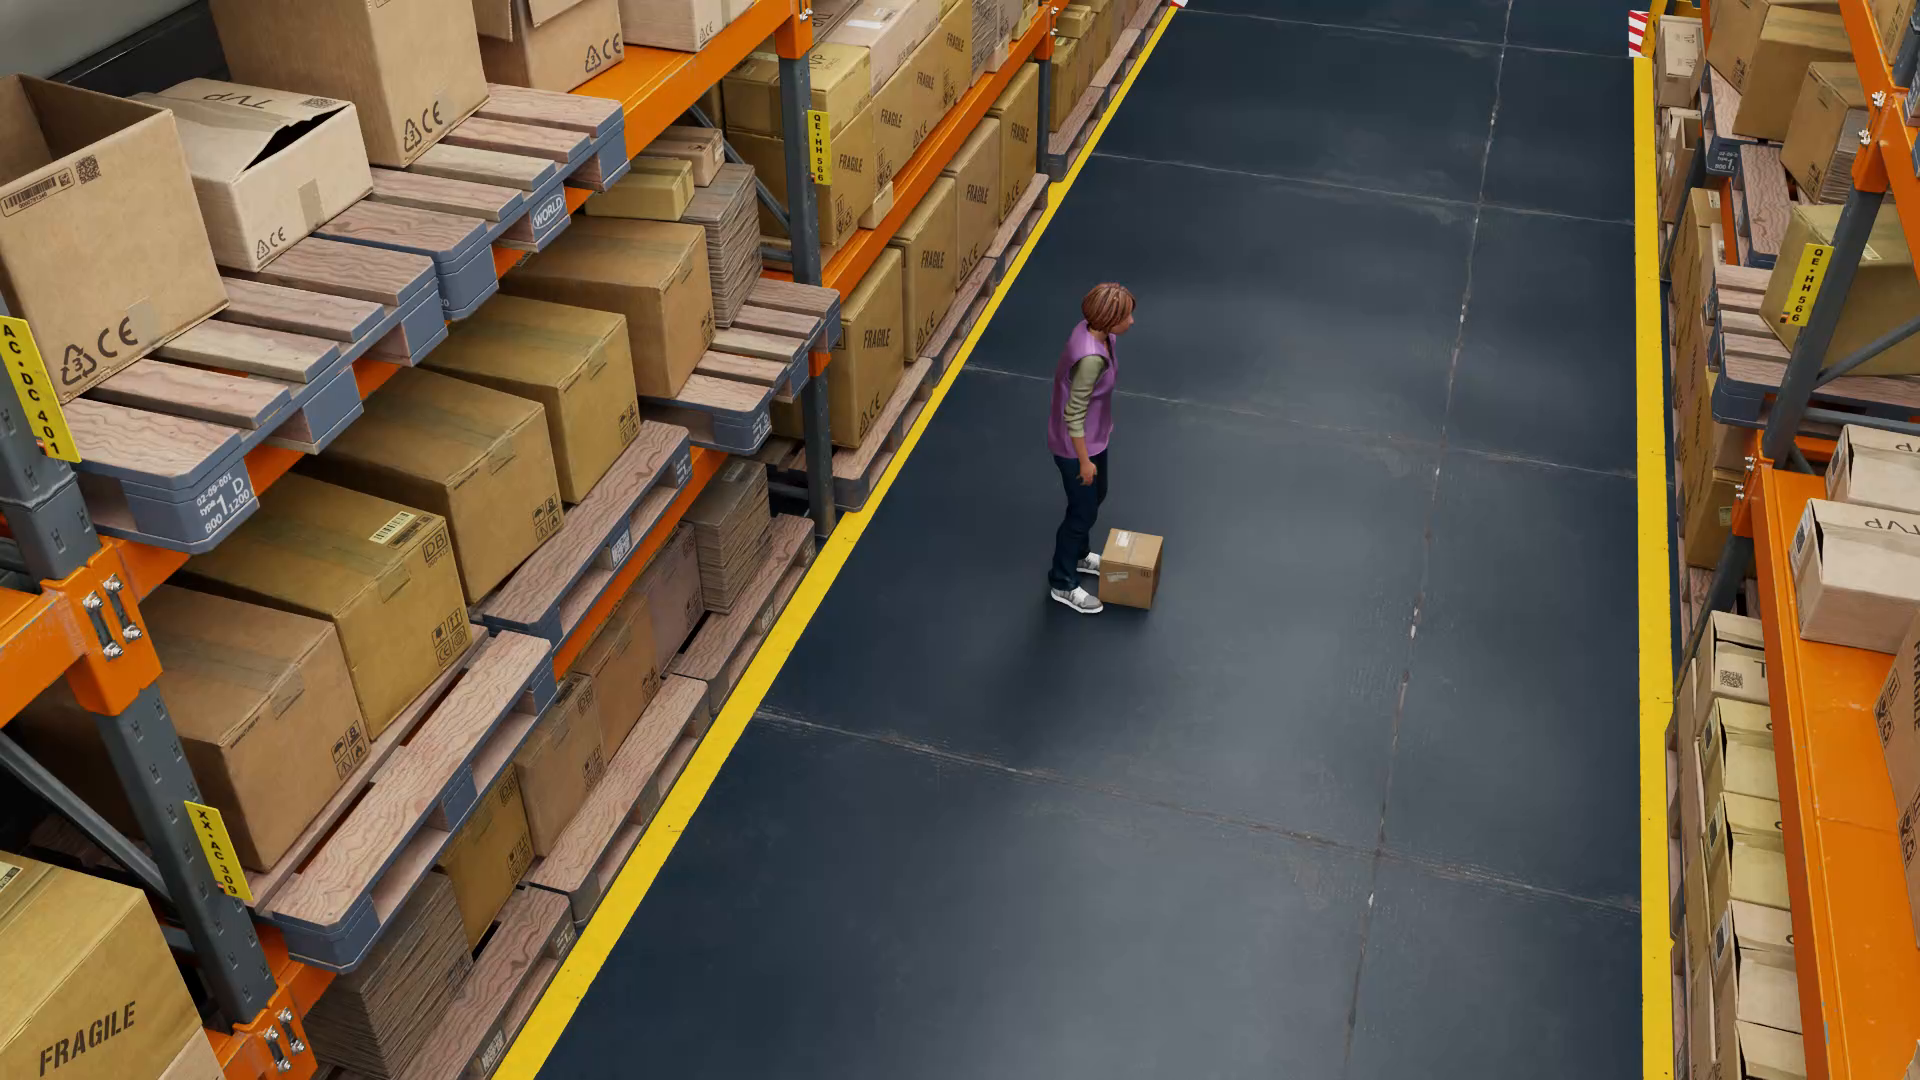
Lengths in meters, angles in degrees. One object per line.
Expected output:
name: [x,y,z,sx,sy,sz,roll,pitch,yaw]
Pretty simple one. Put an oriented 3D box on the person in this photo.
person: [0.566,-0.434,7.471,0.343,1.581,0.485,9,38,11]
